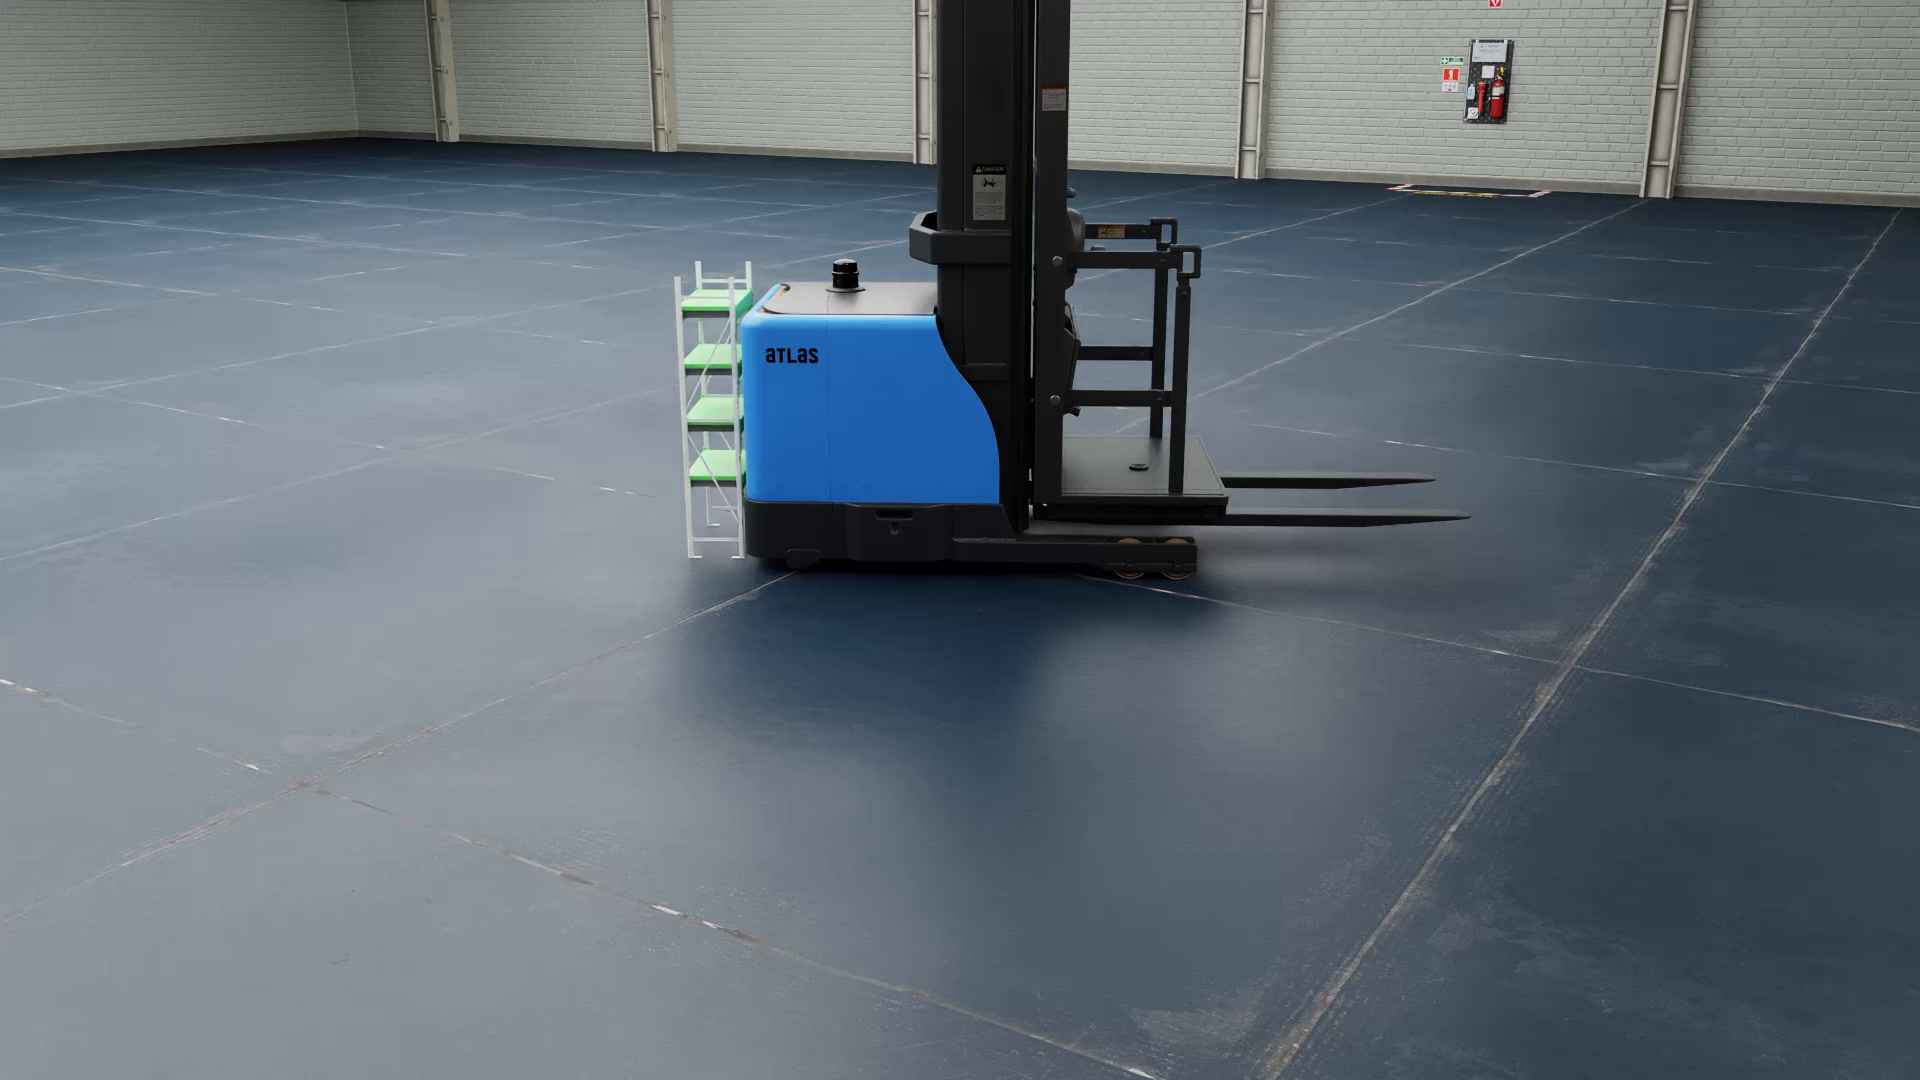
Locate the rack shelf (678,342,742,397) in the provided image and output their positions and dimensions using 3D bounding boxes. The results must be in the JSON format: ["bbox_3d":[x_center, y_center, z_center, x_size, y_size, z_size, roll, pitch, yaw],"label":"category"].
[{"bbox_3d":[-1.037,-0.736,7.132,0.258,0.148,0.480,0,17,1],"label":"rack shelf"}]

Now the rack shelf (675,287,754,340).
[{"bbox_3d":[-1.037,-0.965,7.063,0.258,0.148,0.480,0,17,1],"label":"rack shelf"}]

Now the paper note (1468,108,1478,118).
[{"bbox_3d":[7.456,-6.205,24.163,0.142,0.148,0.016,10,20,30],"label":"paper note"}]

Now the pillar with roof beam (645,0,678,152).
[{"bbox_3d":[-7.934,-10.739,27.253,0.400,9.000,9.100,10,20,30],"label":"pillar with roof beam"}]

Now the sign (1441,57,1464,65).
[{"bbox_3d":[7.153,-6.960,24.159,0.331,0.109,0.001,10,20,30],"label":"sign"}]

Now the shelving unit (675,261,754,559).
[{"bbox_3d":[-1.037,-0.567,7.184,0.258,1.200,0.503,0,17,1],"label":"shelving unit"}]

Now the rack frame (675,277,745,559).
[{"bbox_3d":[-1.042,-0.496,6.950,0.240,1.200,0.015,0,17,1],"label":"rack frame"}]

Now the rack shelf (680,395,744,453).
[{"bbox_3d":[-1.037,-0.506,7.202,0.258,0.148,0.480,0,17,1],"label":"rack shelf"}]

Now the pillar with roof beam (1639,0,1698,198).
[{"bbox_3d":[7.404,-8.001,18.239,0.400,9.000,9.100,10,20,30],"label":"pillar with roof beam"}]

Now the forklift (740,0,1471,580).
[{"bbox_3d":[0.629,-1.397,6.936,3.031,2.935,1.130,1,17,2],"label":"forklift"}]

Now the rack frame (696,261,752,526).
[{"bbox_3d":[-1.031,-0.638,7.417,0.240,1.200,0.015,0,17,1],"label":"rack frame"}]

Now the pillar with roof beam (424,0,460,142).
[{"bbox_3d":[-13.047,-11.652,30.257,0.400,9.000,9.100,10,20,30],"label":"pillar with roof beam"}]

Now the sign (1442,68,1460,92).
[{"bbox_3d":[7.154,-6.709,24.245,0.234,0.329,0.001,10,20,30],"label":"sign"}]

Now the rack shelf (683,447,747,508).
[{"bbox_3d":[-1.037,-0.276,7.272,0.258,0.148,0.480,0,17,1],"label":"rack shelf"}]

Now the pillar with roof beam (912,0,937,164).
[{"bbox_3d":[-2.822,-9.826,24.248,0.400,9.000,9.100,10,20,30],"label":"pillar with roof beam"}]

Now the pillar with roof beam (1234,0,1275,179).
[{"bbox_3d":[2.291,-8.914,21.244,0.400,9.000,9.100,10,20,30],"label":"pillar with roof beam"}]

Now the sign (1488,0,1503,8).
[{"bbox_3d":[7.616,-7.717,23.638,0.199,0.298,0.001,10,20,30],"label":"sign"}]

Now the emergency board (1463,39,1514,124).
[{"bbox_3d":[7.571,-6.582,23.890,0.643,1.169,0.194,10,20,30],"label":"emergency board"}]
